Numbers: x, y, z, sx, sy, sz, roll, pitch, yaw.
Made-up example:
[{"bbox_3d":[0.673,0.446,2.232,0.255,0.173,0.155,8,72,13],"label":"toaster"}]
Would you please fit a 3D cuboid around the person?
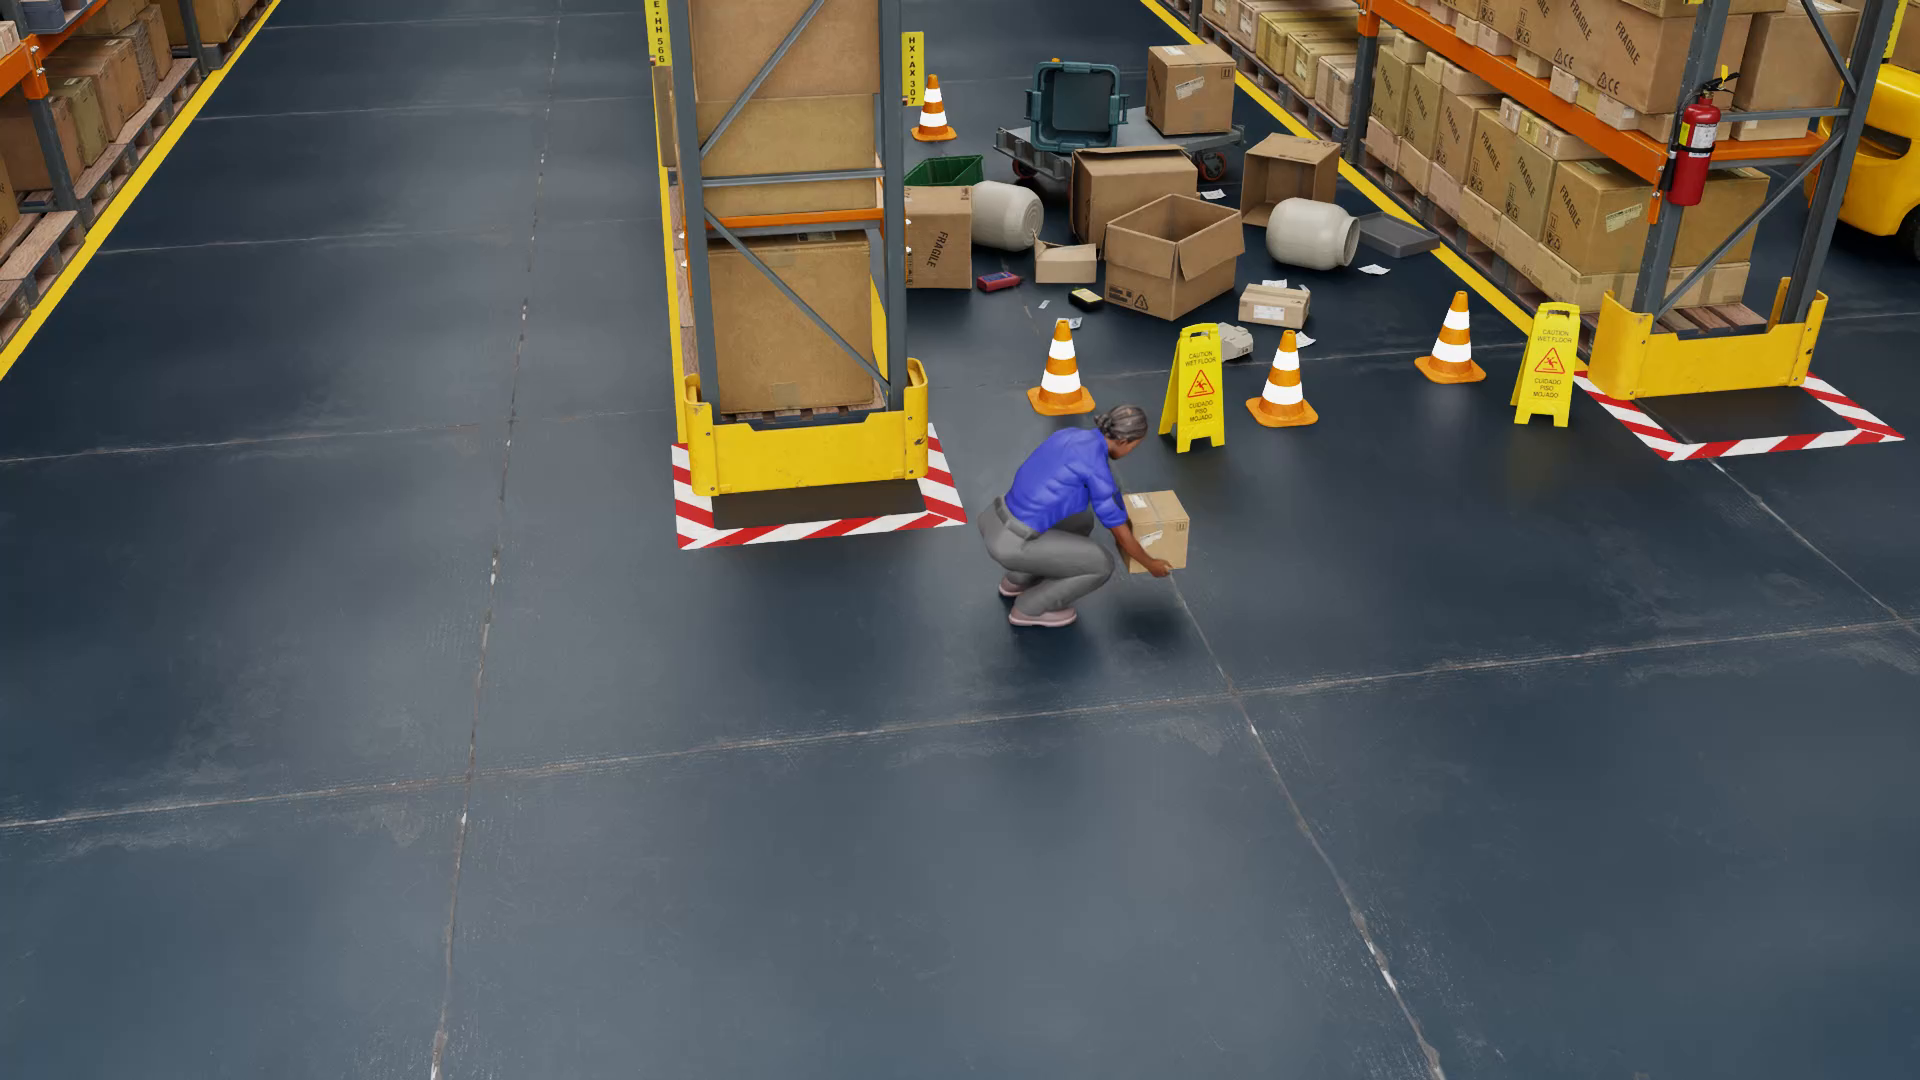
[{"bbox_3d":[0.485,-0.120,7.076,0.830,0.913,0.501,-5,31,-9],"label":"person"}]
